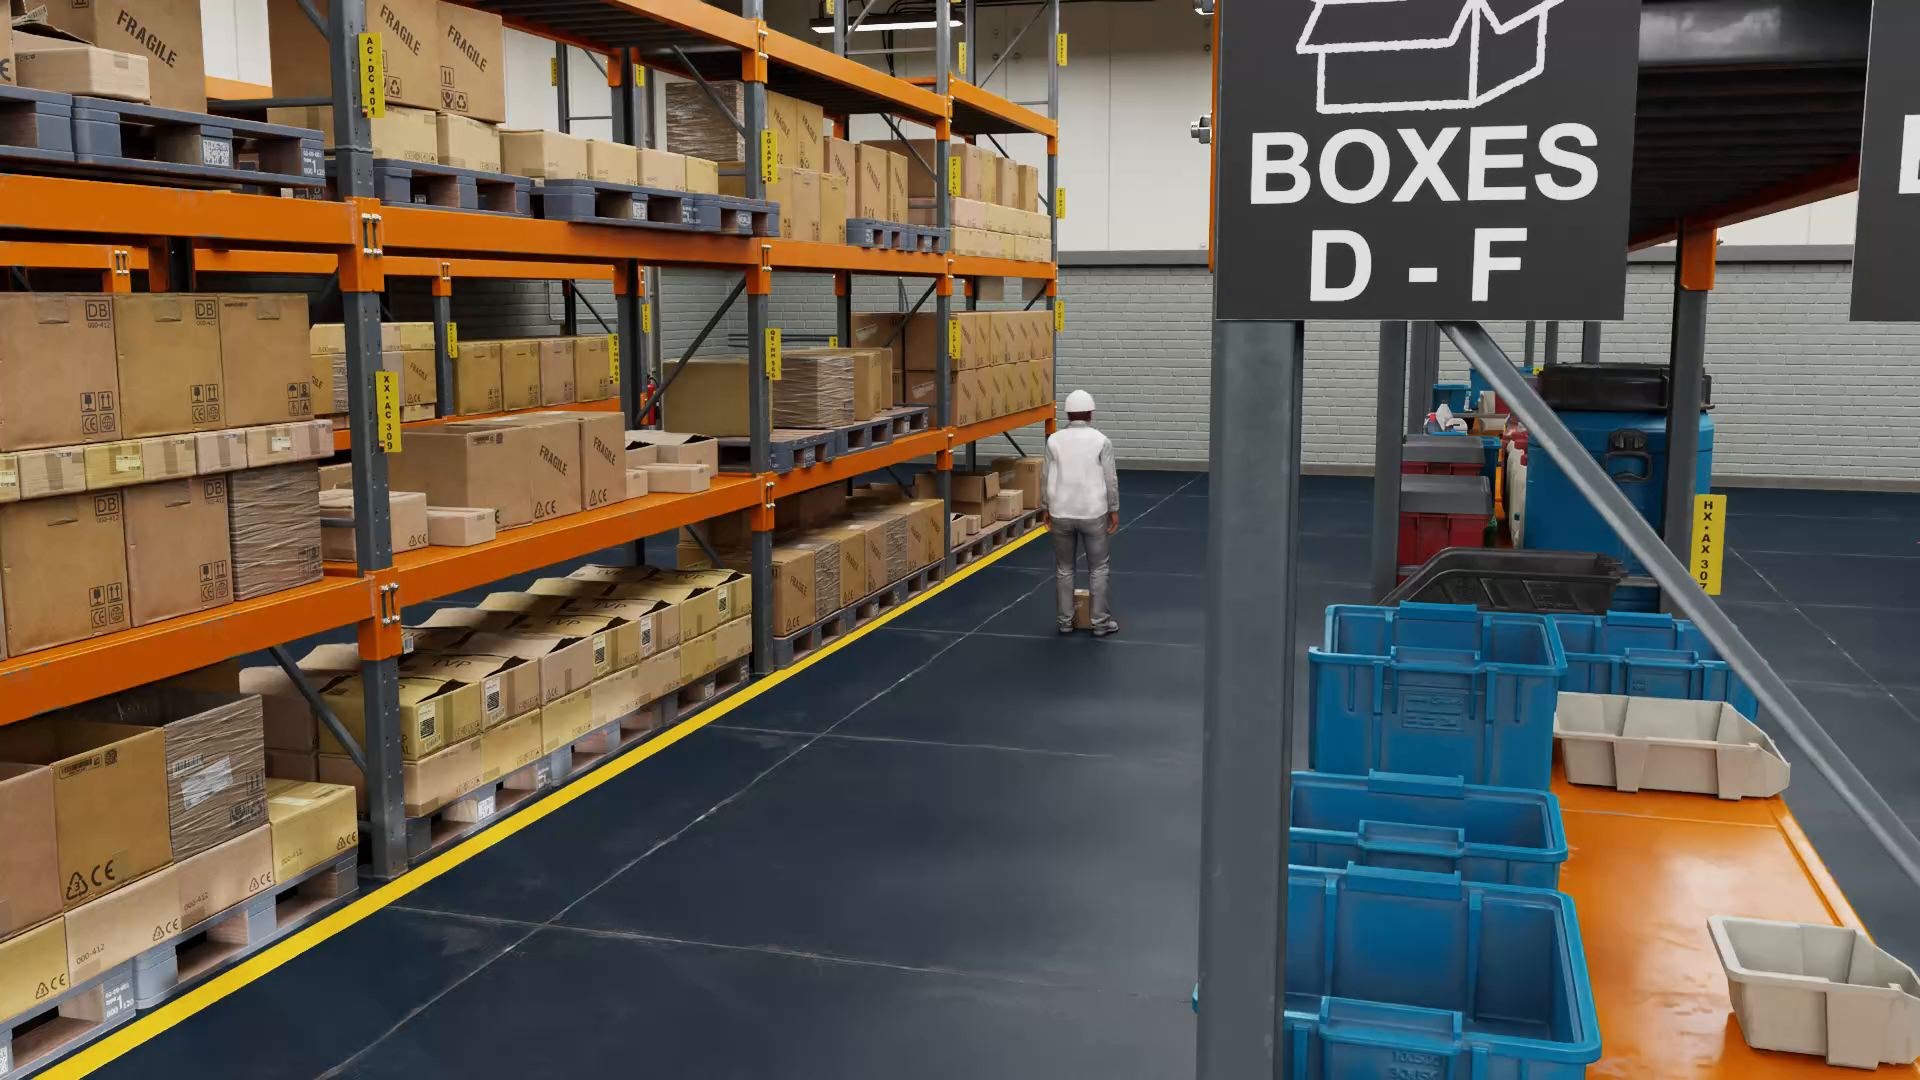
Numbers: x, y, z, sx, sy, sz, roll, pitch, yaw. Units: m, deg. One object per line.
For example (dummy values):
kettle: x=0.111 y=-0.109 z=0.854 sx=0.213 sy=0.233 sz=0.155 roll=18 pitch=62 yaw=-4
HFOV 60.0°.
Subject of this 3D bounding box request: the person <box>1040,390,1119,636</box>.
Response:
person: x=0.871 y=-0.201 z=12.119 sx=0.580 sy=1.772 sz=0.461 roll=2 pitch=9 yaw=16
